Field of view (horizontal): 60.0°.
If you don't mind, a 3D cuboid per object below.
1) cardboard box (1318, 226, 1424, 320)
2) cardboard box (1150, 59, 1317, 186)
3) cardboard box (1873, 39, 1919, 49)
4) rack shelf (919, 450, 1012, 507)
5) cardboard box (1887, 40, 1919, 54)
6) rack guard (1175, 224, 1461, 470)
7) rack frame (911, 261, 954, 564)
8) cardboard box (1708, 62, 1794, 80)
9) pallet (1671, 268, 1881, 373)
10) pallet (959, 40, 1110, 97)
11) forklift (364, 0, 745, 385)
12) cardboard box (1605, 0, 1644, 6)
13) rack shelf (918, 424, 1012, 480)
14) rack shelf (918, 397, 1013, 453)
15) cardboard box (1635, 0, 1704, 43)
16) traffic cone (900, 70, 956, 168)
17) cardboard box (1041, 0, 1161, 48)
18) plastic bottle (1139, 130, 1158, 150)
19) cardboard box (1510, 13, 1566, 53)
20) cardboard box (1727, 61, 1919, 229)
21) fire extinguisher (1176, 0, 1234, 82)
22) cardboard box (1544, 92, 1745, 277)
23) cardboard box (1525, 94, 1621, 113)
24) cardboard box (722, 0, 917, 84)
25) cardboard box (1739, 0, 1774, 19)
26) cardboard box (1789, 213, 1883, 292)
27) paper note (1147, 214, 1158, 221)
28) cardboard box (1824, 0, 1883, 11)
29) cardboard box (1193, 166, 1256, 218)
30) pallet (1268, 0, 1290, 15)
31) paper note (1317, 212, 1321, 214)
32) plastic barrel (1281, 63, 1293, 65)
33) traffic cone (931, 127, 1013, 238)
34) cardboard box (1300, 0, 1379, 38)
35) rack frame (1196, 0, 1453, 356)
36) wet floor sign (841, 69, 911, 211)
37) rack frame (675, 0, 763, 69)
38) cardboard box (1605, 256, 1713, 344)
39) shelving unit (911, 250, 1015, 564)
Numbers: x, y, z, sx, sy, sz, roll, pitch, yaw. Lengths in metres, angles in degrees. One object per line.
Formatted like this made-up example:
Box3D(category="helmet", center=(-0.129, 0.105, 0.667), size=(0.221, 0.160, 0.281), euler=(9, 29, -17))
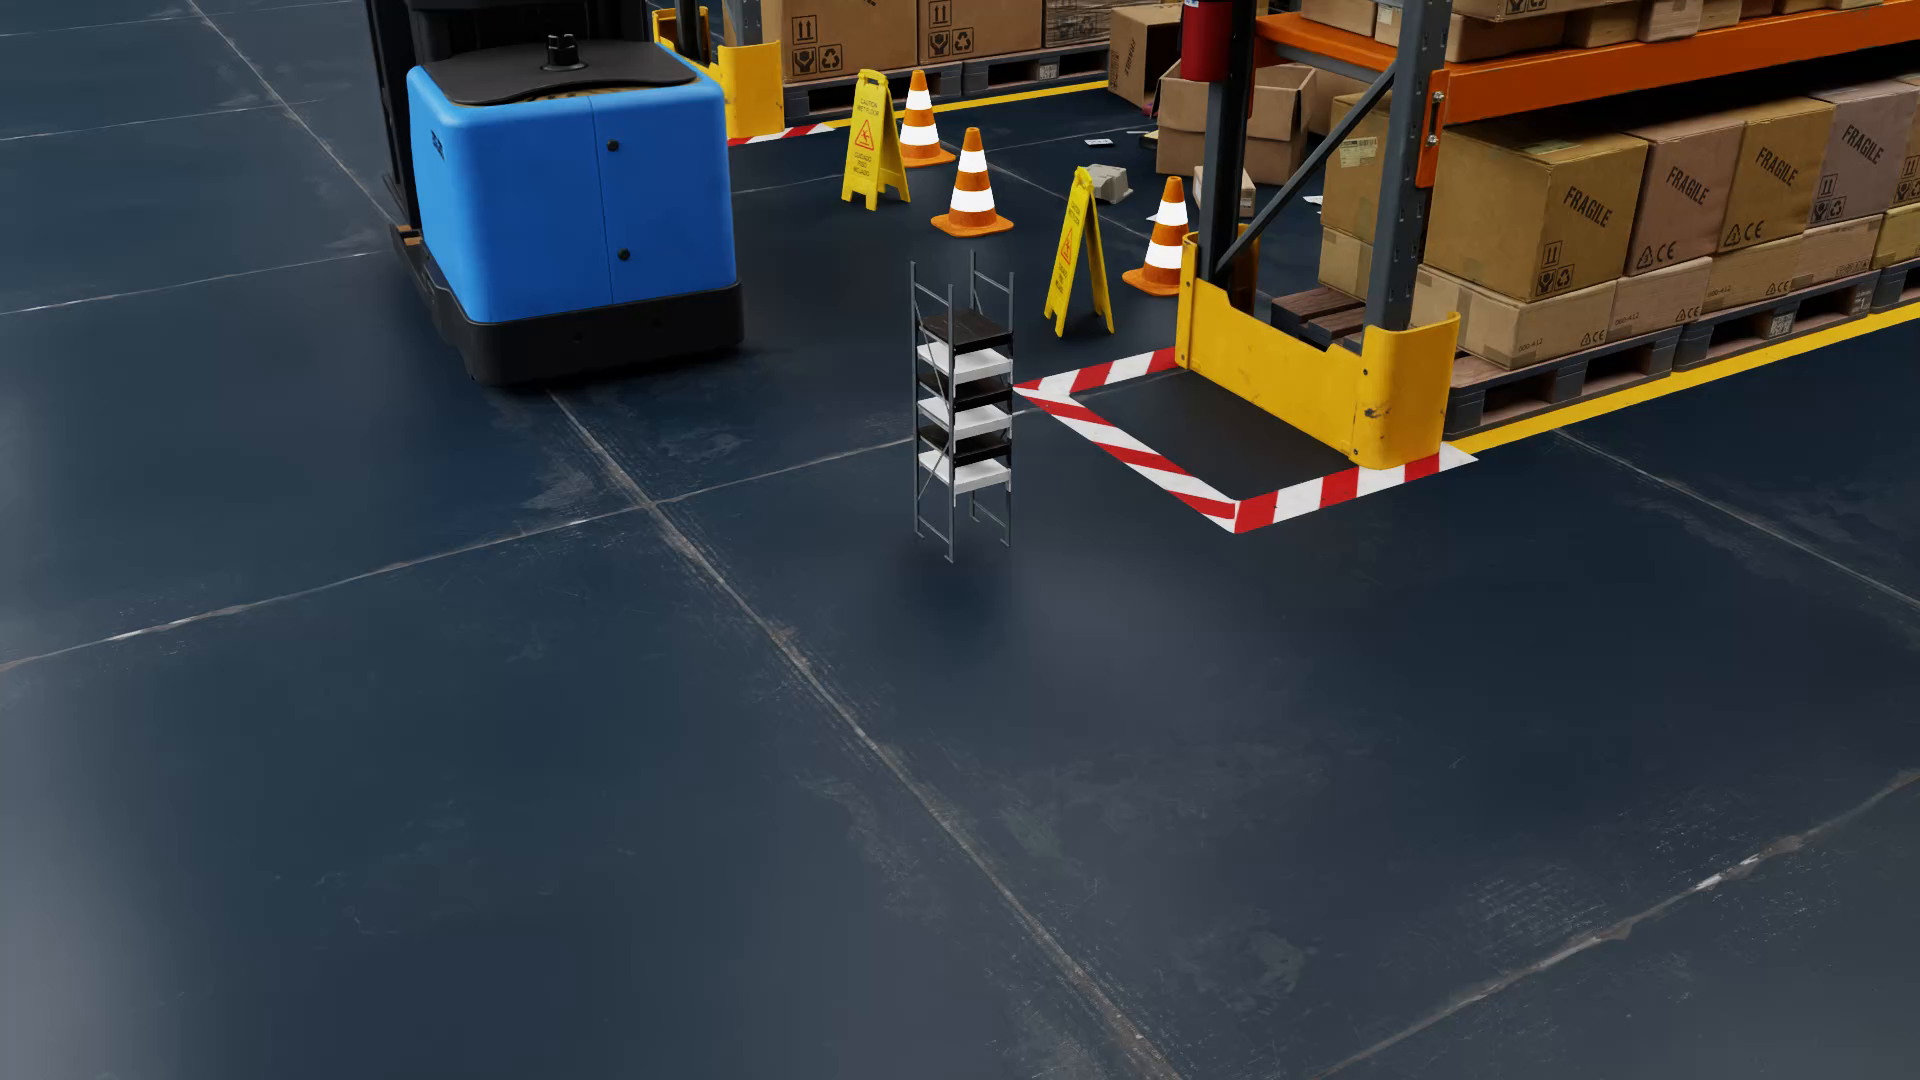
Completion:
Box3D(category="cardboard box", center=(1.778, -1.103, 6.556), size=(0.500, 0.250, 0.500), euler=(-16, 33, -27))
Box3D(category="cardboard box", center=(1.428, -2.199, 8.714), size=(0.797, 0.503, 0.637), euler=(10, 30, 17))
Box3D(category="cardboard box", center=(4.000, -2.063, 7.519), size=(0.500, 0.500, 0.500), euler=(-14, 32, -24))
Box3D(category="rack shelf", center=(0.007, -0.209, 5.139), size=(0.200, 0.077, 0.258), euler=(-16, 33, -26))
Box3D(category="cardboard box", center=(4.271, -1.838, 7.112), size=(0.500, 0.500, 0.500), euler=(-16, 33, -27))
Box3D(category="rack guard", center=(1.262, -0.732, 6.059), size=(0.348, 0.500, 1.175), euler=(-16, 33, -26))
Box3D(category="rack frame", center=(-0.081, -0.371, 4.991), size=(0.006, 0.900, 0.240), euler=(-16, 33, -26))
Box3D(category="cardboard box", center=(3.096, -1.801, 7.044), size=(0.500, 0.500, 0.500), euler=(-14, 32, -24))
Box3D(category="pallet", center=(3.031, -1.086, 7.000), size=(1.213, 0.211, 1.003), euler=(-16, 33, -26))
Box3D(category="pallet", center=(0.302, -3.149, 10.738), size=(1.213, 0.211, 1.003), euler=(-16, 33, -26))
Box3D(category="forklift", center=(-1.929, -2.543, 6.824), size=(1.130, 2.935, 3.031), euler=(-13, 31, -22))
Box3D(category="cardboard box", center=(2.190, -2.110, 5.558), size=(0.500, 0.500, 0.500), euler=(-15, 32, -25))
Box3D(category="rack shelf", center=(0.007, -0.288, 5.096), size=(0.200, 0.077, 0.258), euler=(-16, 33, -26))
Box3D(category="rack shelf", center=(0.007, -0.367, 5.052), size=(0.200, 0.077, 0.258), euler=(-16, 33, -26))
Box3D(category="cardboard box", center=(2.316, -1.836, 5.733), size=(0.250, 0.149, 0.380), euler=(-15, 32, -26))
Box3D(category="traffic cone", center=(-0.221, -2.273, 8.889), size=(0.334, 0.463, 0.336), euler=(-16, 33, -26))
Box3D(category="cardboard box", center=(0.697, -3.731, 10.670), size=(0.875, 0.875, 0.875), euler=(-16, 33, -26))
Box3D(category="plastic bottle", center=(1.126, -2.232, 9.231), size=(0.133, 0.061, 0.283), euler=(22, 36, 34))
Box3D(category="cardboard box", center=(1.805, -1.762, 5.599), size=(0.250, 0.149, 0.380), euler=(-15, 32, -26))
Box3D(category="cardboard box", center=(3.394, -1.588, 6.658), size=(0.500, 0.500, 0.500), euler=(-14, 32, -24))
Box3D(category="fire extinguisher", center=(0.864, -1.938, 5.737), size=(0.183, 0.674, 0.296), euler=(-16, 33, -26))
Box3D(category="cardboard box", center=(2.501, -1.334, 6.198), size=(0.500, 0.500, 0.500), euler=(-17, 33, -28))
Box3D(category="cardboard box", center=(2.203, -1.550, 6.589), size=(0.500, 0.500, 0.500), euler=(-15, 32, -25))
Box3D(category="cardboard box", center=(-0.847, -3.292, 9.875), size=(0.875, 0.875, 0.875), euler=(-16, 33, -26))
Box3D(category="cardboard box", center=(2.720, -2.003, 6.036), size=(0.250, 0.149, 0.380), euler=(-15, 32, -25))
Box3D(category="cardboard box", center=(3.377, -1.253, 6.827), size=(0.500, 0.250, 0.500), euler=(-15, 32, -26))
Box3D(category="paper note", center=(1.003, -1.568, 8.060), size=(0.148, 0.019, 0.142), euler=(22, 36, 34))
Box3D(category="cardboard box", center=(3.209, -2.093, 6.198), size=(0.250, 0.149, 0.380), euler=(-16, 32, -26))
Box3D(category="cardboard box", center=(1.302, -1.722, 8.216), size=(0.250, 0.149, 0.380), euler=(0, 29, 0))
Box3D(category="pallet", center=(2.677, -3.823, 11.960), size=(1.213, 0.211, 1.003), euler=(-16, 33, -26))
Box3D(category="paper note", center=(1.811, -1.615, 8.165), size=(0.123, 0.001, 0.032), euler=(-16, 33, -26))
Box3D(category="plastic barrel", center=(1.849, -2.779, 9.848), size=(0.421, 0.421, 0.512), euler=(5, 29, 8))
Box3D(category="traffic cone", center=(0.058, -1.719, 7.885), size=(0.334, 0.463, 0.336), euler=(-16, 33, -26))
Box3D(category="cardboard box", center=(1.410, -1.878, 5.809), size=(0.250, 0.149, 0.380), euler=(-15, 32, -25))
Box3D(category="rack frame", center=(1.196, -1.808, 5.421), size=(0.127, 3.000, 1.000), euler=(-16, 33, -26))
Box3D(category="wet floor sign", center=(-0.420, -1.982, 8.174), size=(0.232, 0.644, 0.267), euler=(-22, 36, -35))
Box3D(category="rack frame", center=(-1.399, -3.845, 9.113), size=(0.127, 3.000, 1.000), euler=(-16, 33, -26))
Box3D(category="cardboard box", center=(2.476, -0.992, 6.353), size=(0.500, 0.250, 0.500), euler=(-15, 32, -25))
Box3D(category="shelving unit", center=(0.007, -0.396, 5.036), size=(0.210, 0.900, 0.258), euler=(-16, 33, -26))
